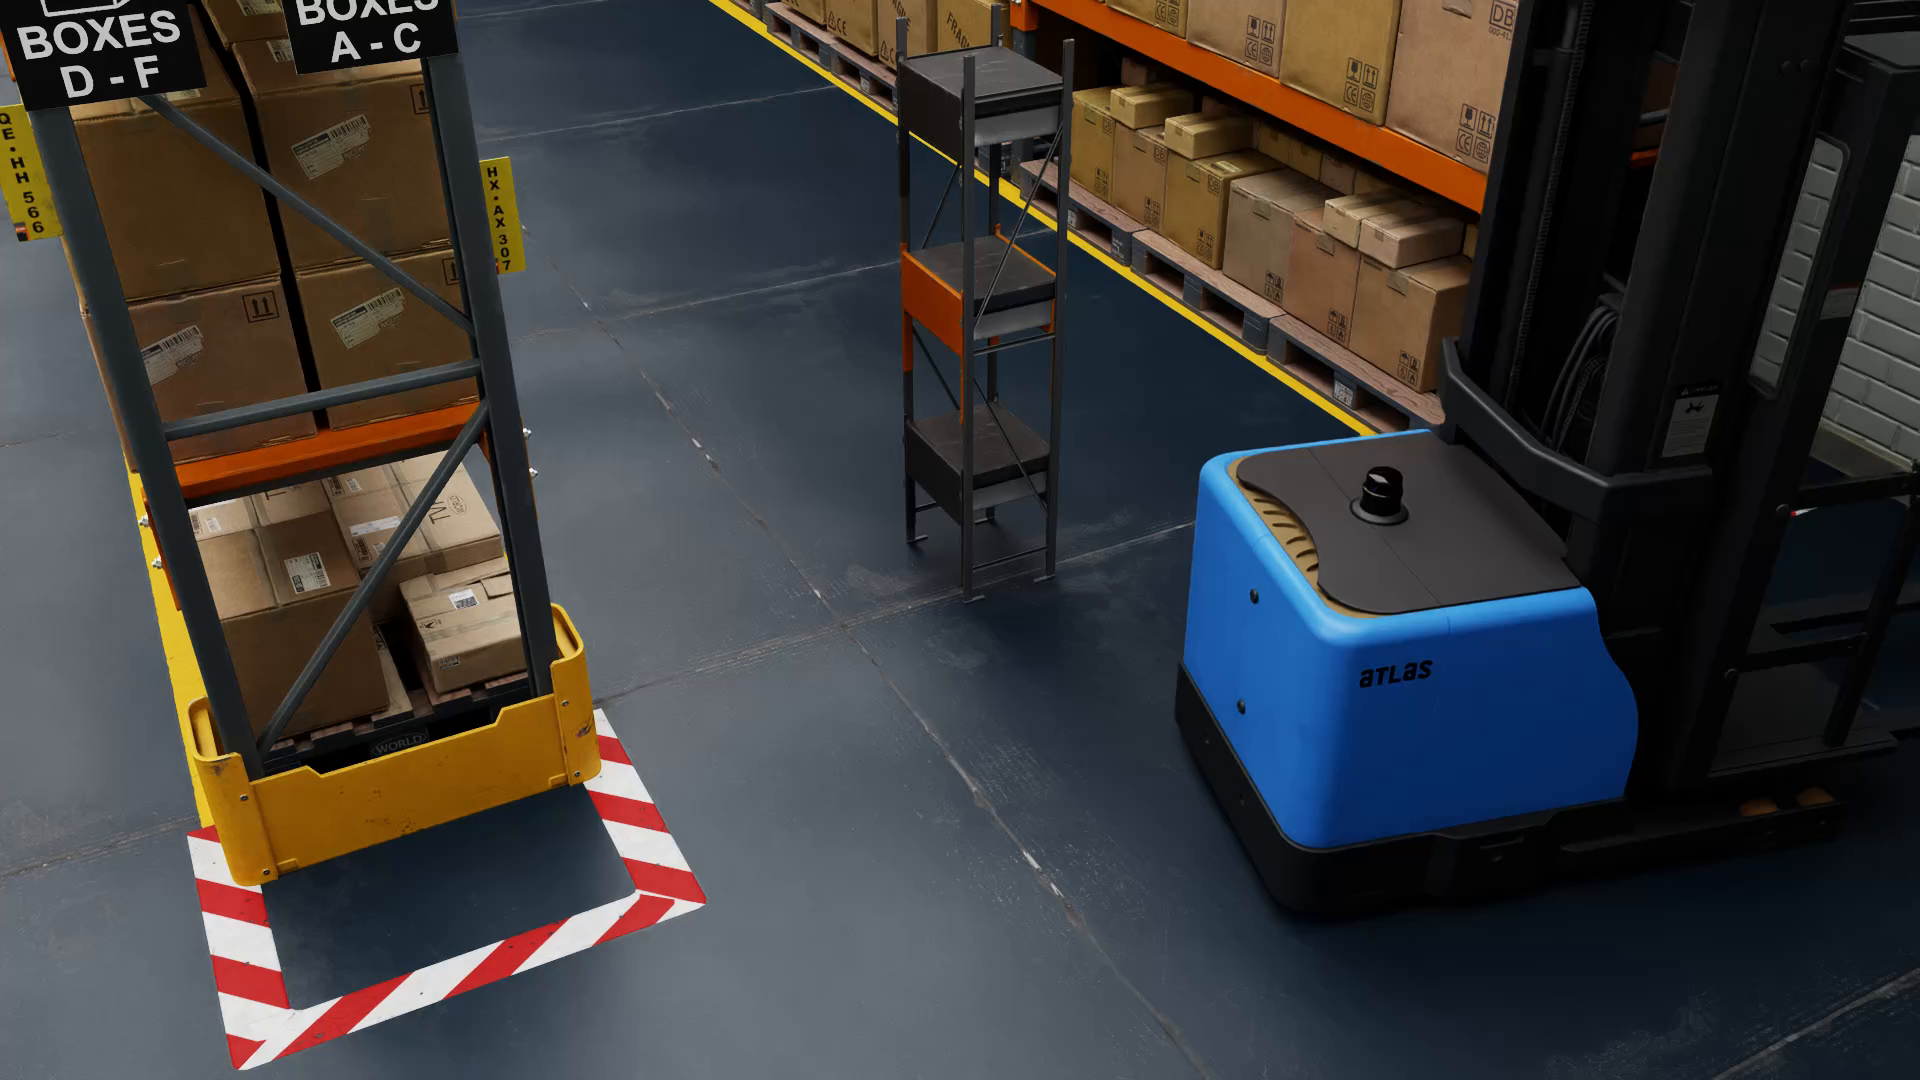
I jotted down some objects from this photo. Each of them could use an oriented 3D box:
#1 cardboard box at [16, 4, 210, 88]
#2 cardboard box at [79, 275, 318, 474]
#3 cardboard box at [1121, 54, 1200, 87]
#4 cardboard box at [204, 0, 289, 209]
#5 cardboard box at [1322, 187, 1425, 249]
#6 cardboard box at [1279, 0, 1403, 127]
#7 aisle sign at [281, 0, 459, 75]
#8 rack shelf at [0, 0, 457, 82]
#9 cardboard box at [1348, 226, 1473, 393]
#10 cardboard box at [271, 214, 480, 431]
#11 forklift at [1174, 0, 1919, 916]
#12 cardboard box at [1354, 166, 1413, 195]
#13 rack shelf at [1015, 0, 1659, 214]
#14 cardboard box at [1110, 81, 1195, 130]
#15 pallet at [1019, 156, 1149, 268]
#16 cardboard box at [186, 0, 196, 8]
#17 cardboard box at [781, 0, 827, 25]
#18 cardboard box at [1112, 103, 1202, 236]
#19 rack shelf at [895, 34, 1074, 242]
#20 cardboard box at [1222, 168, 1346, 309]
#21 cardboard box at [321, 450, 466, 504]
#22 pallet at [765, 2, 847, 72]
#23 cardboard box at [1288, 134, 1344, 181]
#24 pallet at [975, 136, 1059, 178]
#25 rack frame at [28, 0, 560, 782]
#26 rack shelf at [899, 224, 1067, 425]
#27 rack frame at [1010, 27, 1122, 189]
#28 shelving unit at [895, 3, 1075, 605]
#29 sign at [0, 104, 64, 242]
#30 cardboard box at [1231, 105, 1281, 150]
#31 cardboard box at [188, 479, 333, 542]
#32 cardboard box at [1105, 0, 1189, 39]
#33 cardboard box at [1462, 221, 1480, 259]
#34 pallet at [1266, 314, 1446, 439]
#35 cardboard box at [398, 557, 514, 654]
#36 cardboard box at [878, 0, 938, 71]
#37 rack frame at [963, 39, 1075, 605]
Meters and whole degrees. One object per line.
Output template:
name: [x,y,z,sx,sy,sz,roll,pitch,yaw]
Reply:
cardboard box: [-2.424,-1.229,4.868,0.500,0.500,0.500,-15,36,-22]
cardboard box: [-2.187,-0.569,4.764,0.500,0.500,0.500,-15,35,-22]
cardboard box: [1.145,-2.672,9.466,0.380,0.149,0.250,-16,36,-23]
cardboard box: [-1.961,-1.370,5.088,0.500,0.500,0.500,-15,36,-23]
cardboard box: [1.888,-1.473,7.595,0.380,0.149,0.250,-15,36,-22]
cardboard box: [2.048,-2.341,7.345,0.980,0.700,0.700,-16,36,-23]
aisle sign: [-1.446,-1.517,3.928,0.394,0.787,0.004,-16,36,-23]
rack shelf: [-2.670,-2.296,5.439,1.077,0.370,4.000,-16,36,-23]
cardboard box: [2.229,-1.062,7.555,0.700,0.500,0.500,-16,36,-23]
cardboard box: [-1.711,-0.702,4.972,0.500,0.500,0.500,-15,36,-22]
forklift: [2.304,-0.530,4.860,3.031,2.935,1.130,-7,33,-11]
cardboard box: [2.111,-1.687,7.929,0.380,0.149,0.250,-16,36,-23]
rack shelf: [1.711,-2.281,8.196,1.077,0.370,4.000,-16,36,-23]
cardboard box: [1.035,-2.343,8.954,0.380,0.149,0.250,-15,35,-22]
pallet: [1.064,-1.981,9.647,1.003,0.211,1.213,-16,36,-23]
cardboard box: [-2.428,-1.852,5.841,0.500,0.500,0.500,-16,36,-24]
cardboard box: [-0.860,-4.335,12.339,0.750,0.750,0.750,-16,36,-24]
cardboard box: [1.268,-2.039,9.080,0.700,0.500,0.500,-16,36,-24]
rack shelf: [0.077,-1.383,5.690,0.431,0.518,0.480,-16,36,-23]
cardboard box: [1.760,-1.541,8.303,0.700,0.500,0.500,-17,36,-25]
cardboard box: [-2.206,-0.217,6.449,0.500,0.250,0.500,-16,36,-23]
pallet: [-0.786,-3.878,12.607,1.003,0.211,1.213,-16,36,-23]
cardboard box: [1.871,-1.931,8.310,0.380,0.149,0.250,-15,36,-23]
pallet: [0.352,-2.713,10.789,1.003,0.211,1.213,-16,36,-23]
rack frame: [-1.737,-0.381,4.565,1.000,3.000,0.127,-16,36,-23]
rack shelf: [0.077,-0.794,6.068,0.431,0.518,0.480,-16,36,-23]
rack frame: [0.778,-3.538,9.492,1.000,3.000,0.127,-16,36,-23]
shelving unit: [0.077,-0.805,6.060,0.431,2.100,0.503,-16,36,-23]
sign: [-2.237,-0.872,3.964,0.100,0.325,0.005,-16,36,-23]
cardboard box: [1.632,-2.175,8.690,0.380,0.149,0.250,-15,36,-23]
cardboard box: [-2.625,-0.067,6.215,0.500,0.250,0.500,-16,36,-23]
cardboard box: [1.352,-3.052,8.455,0.980,0.700,0.700,-17,36,-24]
cardboard box: [2.464,-1.326,7.366,0.380,0.149,0.250,-16,36,-23]
pallet: [2.201,-0.817,7.829,1.003,0.211,1.213,-16,36,-23]
cardboard box: [-1.745,0.221,5.843,0.380,0.166,0.250,-16,36,-23]
cardboard box: [-0.057,-3.511,11.053,0.750,0.750,0.750,-15,35,-22]
rack frame: [0.191,-0.689,5.878,0.400,2.100,0.015,-16,36,-23]
